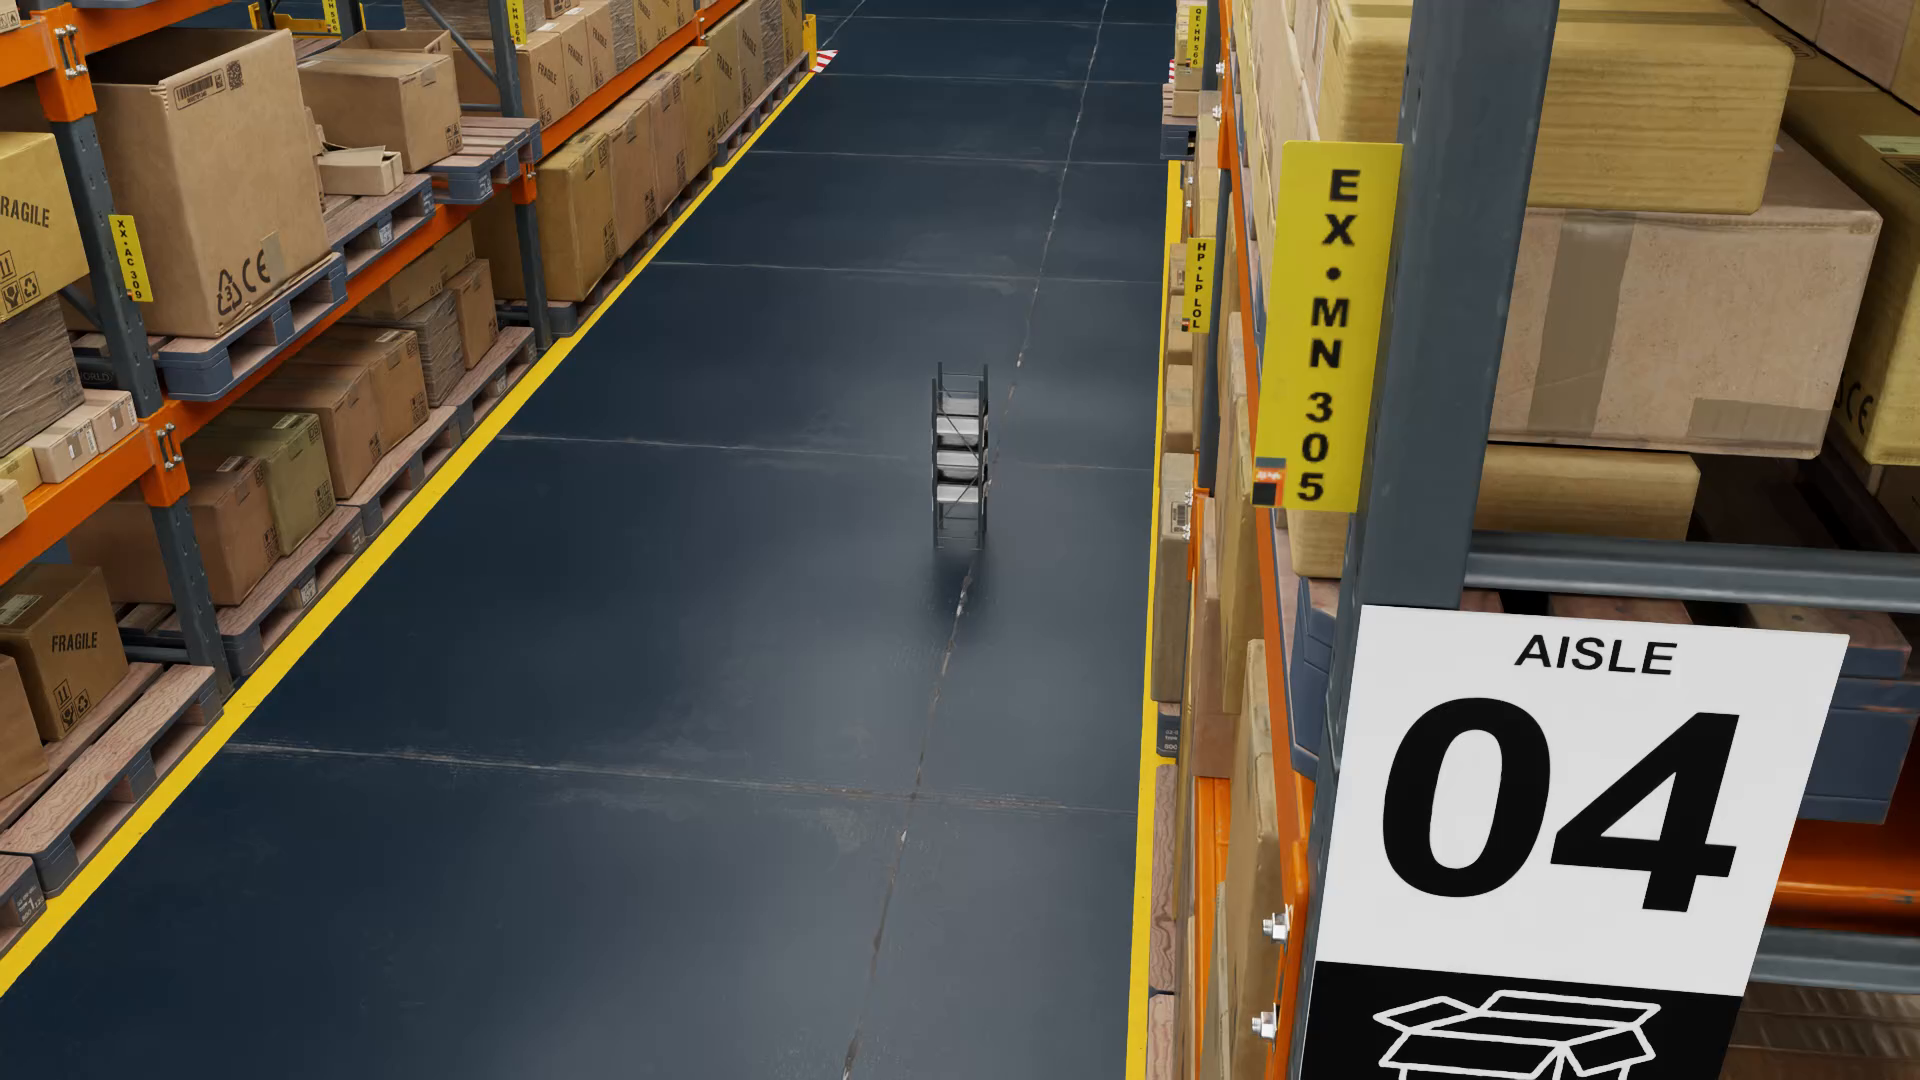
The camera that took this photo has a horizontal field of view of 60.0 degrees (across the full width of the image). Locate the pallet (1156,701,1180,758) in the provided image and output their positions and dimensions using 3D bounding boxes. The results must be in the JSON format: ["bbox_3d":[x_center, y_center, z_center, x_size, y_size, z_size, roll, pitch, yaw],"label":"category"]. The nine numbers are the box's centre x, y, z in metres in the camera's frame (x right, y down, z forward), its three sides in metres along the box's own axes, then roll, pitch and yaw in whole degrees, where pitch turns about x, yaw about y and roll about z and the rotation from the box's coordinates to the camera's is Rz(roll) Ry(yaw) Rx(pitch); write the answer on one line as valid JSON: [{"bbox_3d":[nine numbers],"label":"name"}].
[{"bbox_3d":[1.353,0.520,7.063,1.003,0.211,1.213,3,28,6],"label":"pallet"}]

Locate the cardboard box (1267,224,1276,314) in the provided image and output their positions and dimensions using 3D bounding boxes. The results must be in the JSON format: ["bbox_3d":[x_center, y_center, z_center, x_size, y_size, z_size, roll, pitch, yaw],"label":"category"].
[{"bbox_3d":[0.610,-0.312,2.220,0.380,0.149,0.250,4,29,7],"label":"cardboard box"}]

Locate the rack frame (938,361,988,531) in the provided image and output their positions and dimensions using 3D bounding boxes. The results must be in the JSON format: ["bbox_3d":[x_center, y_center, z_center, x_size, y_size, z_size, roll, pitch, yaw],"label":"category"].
[{"bbox_3d":[0.013,-0.448,8.133,0.240,0.900,0.006,3,28,6],"label":"rack frame"}]

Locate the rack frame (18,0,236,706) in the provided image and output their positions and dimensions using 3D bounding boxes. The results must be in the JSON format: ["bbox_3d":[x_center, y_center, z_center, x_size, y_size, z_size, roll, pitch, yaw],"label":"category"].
[{"bbox_3d":[-3.577,-0.676,6.342,1.000,3.000,0.127,3,28,6],"label":"rack frame"}]

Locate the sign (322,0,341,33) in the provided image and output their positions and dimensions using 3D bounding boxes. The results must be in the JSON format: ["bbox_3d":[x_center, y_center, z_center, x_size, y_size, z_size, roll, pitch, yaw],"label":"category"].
[{"bbox_3d":[-3.638,-3.099,9.619,0.100,0.325,0.005,3,28,6],"label":"sign"}]

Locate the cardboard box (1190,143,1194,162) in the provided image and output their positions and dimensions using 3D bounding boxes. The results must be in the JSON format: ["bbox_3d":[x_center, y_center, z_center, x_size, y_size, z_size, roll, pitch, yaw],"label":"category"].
[{"bbox_3d":[1.776,-2.451,11.040,0.500,0.250,0.500,4,29,7],"label":"cardboard box"}]

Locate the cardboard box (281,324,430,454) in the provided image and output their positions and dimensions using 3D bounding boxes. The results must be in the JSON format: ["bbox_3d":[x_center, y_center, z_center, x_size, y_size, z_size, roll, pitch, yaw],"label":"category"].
[{"bbox_3d":[-3.267,-0.806,8.756,0.700,0.500,0.500,6,29,10],"label":"cardboard box"}]

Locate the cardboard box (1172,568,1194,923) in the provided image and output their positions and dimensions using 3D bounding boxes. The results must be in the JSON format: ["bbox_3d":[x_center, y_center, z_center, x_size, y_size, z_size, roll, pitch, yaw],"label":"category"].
[{"bbox_3d":[1.187,0.702,5.581,0.875,0.875,0.875,4,29,7],"label":"cardboard box"}]

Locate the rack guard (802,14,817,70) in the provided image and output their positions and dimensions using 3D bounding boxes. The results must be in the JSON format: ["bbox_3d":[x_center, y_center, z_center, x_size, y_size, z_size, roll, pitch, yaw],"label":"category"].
[{"bbox_3d":[-2.103,-5.235,17.441,1.175,0.500,0.348,3,28,6],"label":"rack guard"}]

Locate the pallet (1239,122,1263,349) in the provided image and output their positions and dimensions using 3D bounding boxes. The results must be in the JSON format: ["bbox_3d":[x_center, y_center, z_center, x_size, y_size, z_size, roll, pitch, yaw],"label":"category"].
[{"bbox_3d":[1.071,-0.665,3.252,1.003,0.211,1.213,3,28,6],"label":"pallet"}]

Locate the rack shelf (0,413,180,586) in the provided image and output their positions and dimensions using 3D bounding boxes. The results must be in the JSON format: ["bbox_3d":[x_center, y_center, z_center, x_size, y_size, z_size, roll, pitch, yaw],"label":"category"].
[{"bbox_3d":[-3.822,0.582,4.765,1.077,0.370,4.000,3,28,6],"label":"rack shelf"}]

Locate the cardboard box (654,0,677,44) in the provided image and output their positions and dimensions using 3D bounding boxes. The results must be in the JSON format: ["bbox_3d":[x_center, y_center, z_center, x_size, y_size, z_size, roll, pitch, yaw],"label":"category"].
[{"bbox_3d":[-2.450,-4.017,12.439,0.500,0.500,0.500,4,29,8],"label":"cardboard box"}]

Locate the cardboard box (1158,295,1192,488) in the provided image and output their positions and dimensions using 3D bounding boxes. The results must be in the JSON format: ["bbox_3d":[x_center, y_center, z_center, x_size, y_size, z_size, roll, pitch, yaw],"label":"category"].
[{"bbox_3d":[1.556,-0.724,8.361,1.050,0.750,0.750,4,29,7],"label":"cardboard box"}]

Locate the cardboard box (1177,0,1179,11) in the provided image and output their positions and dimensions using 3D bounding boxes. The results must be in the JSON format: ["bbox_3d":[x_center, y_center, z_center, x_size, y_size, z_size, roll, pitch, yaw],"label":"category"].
[{"bbox_3d":[1.589,-3.425,10.640,0.380,0.149,0.250,5,29,9],"label":"cardboard box"}]

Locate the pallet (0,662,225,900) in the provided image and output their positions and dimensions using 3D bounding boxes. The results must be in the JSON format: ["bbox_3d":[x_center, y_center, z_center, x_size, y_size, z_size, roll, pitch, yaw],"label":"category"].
[{"bbox_3d":[-3.624,0.870,6.413,1.003,0.211,1.213,3,28,6],"label":"pallet"}]

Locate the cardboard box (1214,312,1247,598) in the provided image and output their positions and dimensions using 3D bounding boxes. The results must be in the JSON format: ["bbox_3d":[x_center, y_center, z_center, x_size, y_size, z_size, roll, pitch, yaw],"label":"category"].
[{"bbox_3d":[1.100,-0.198,4.158,0.875,0.550,0.550,3,28,6],"label":"cardboard box"}]

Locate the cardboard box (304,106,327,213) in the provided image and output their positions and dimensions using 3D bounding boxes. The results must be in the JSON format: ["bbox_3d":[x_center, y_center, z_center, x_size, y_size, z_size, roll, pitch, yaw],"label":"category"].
[{"bbox_3d":[-3.456,-1.728,7.743,0.797,0.503,0.637,6,29,11],"label":"cardboard box"}]

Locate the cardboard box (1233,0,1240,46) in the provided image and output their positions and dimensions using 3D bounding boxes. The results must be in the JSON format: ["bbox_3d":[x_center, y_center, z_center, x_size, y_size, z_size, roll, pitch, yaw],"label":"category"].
[{"bbox_3d":[0.859,-1.270,3.999,0.380,0.149,0.250,3,28,5],"label":"cardboard box"}]

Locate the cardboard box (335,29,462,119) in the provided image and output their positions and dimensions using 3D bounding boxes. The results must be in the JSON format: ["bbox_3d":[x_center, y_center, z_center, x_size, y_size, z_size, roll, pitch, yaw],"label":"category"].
[{"bbox_3d":[-3.113,-2.531,9.238,0.500,0.500,0.500,0,28,0],"label":"cardboard box"}]

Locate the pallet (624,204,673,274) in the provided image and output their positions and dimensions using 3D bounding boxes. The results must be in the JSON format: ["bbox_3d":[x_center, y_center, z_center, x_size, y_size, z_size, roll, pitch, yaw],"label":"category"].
[{"bbox_3d":[-2.763,-2.271,12.242,1.003,0.211,1.213,3,28,6],"label":"pallet"}]

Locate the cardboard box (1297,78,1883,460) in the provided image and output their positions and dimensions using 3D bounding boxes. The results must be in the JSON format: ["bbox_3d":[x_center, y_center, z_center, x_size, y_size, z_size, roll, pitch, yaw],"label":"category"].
[{"bbox_3d":[0.626,-0.318,1.812,0.500,0.250,0.500,4,29,7],"label":"cardboard box"}]

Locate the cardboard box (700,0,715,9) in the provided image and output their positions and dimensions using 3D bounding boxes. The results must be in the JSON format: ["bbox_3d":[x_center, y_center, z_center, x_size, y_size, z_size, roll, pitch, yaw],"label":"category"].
[{"bbox_3d":[-2.230,-4.451,13.614,0.380,0.149,0.250,3,29,6],"label":"cardboard box"}]

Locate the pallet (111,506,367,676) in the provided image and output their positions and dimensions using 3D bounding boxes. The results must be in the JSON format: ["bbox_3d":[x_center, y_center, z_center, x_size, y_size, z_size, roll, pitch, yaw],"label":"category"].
[{"bbox_3d":[-3.483,0.185,7.684,1.003,0.211,1.213,3,28,6],"label":"pallet"}]

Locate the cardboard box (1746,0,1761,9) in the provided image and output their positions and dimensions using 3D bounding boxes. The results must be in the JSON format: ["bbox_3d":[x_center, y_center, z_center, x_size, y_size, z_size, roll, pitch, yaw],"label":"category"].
[{"bbox_3d":[1.326,-0.864,2.405,0.380,0.149,0.250,3,28,5],"label":"cardboard box"}]

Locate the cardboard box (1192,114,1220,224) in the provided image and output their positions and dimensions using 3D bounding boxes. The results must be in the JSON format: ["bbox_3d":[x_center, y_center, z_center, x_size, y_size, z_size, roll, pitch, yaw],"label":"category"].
[{"bbox_3d":[1.441,-1.832,8.382,0.500,0.500,0.500,3,28,6],"label":"cardboard box"}]

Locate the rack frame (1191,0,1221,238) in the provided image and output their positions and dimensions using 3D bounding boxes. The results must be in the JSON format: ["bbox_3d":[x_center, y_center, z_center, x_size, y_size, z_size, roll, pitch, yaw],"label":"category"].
[{"bbox_3d":[1.824,-2.223,9.214,1.000,3.000,0.127,3,28,6],"label":"rack frame"}]

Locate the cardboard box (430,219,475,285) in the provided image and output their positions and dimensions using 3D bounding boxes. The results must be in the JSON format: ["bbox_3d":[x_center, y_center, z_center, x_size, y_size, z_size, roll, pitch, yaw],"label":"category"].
[{"bbox_3d":[-3.139,-1.665,9.559,0.500,0.250,0.500,4,29,8],"label":"cardboard box"}]

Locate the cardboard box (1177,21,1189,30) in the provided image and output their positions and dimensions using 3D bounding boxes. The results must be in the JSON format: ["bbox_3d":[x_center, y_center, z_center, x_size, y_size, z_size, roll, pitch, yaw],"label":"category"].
[{"bbox_3d":[1.462,-2.935,9.730,0.380,0.149,0.250,3,28,6],"label":"cardboard box"}]

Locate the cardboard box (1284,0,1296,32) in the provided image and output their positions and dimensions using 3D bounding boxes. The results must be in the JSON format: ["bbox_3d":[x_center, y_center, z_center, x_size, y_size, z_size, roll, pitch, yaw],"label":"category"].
[{"bbox_3d":[0.642,-0.786,2.259,0.380,0.149,0.250,4,29,7],"label":"cardboard box"}]

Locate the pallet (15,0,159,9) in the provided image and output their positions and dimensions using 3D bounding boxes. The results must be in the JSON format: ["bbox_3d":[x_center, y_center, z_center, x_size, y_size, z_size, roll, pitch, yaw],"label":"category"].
[{"bbox_3d":[-3.395,-2.198,6.203,1.213,0.211,1.003,3,28,6],"label":"pallet"}]

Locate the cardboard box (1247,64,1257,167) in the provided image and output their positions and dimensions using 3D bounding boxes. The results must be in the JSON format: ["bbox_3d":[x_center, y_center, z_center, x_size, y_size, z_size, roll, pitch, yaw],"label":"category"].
[{"bbox_3d":[0.735,-0.790,3.108,0.380,0.149,0.250,4,29,7],"label":"cardboard box"}]

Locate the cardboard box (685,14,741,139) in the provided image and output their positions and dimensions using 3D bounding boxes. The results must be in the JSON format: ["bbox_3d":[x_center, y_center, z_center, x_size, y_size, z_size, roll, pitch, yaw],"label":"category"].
[{"bbox_3d":[-2.436,-3.997,14.304,0.875,0.875,0.875,3,28,6],"label":"cardboard box"}]

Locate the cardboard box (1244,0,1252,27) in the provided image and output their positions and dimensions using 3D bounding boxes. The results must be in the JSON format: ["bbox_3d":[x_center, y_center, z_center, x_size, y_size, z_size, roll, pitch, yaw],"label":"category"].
[{"bbox_3d":[0.874,-1.266,3.570,0.500,0.250,0.500,3,28,6],"label":"cardboard box"}]

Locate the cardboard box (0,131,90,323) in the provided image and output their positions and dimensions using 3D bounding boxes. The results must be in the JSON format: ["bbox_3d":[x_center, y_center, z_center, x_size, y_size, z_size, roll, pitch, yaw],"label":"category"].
[{"bbox_3d":[-3.359,-1.063,5.588,0.500,0.500,0.500,3,28,6],"label":"cardboard box"}]

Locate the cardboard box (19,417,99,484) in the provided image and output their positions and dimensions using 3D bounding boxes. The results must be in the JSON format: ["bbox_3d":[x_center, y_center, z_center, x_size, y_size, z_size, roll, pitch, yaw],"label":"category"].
[{"bbox_3d":[-3.351,-0.330,5.965,0.380,0.149,0.250,3,28,6],"label":"cardboard box"}]

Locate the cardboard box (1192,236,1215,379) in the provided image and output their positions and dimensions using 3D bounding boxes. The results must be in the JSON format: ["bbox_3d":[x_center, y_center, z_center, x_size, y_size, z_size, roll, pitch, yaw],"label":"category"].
[{"bbox_3d":[1.194,-0.883,6.621,0.500,0.500,0.500,3,28,6],"label":"cardboard box"}]

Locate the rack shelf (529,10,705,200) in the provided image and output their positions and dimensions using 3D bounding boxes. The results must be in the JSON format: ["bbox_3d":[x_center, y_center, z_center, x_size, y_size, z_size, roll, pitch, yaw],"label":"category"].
[{"bbox_3d":[-2.841,-3.184,11.755,1.077,0.370,4.000,3,28,6],"label":"rack shelf"}]

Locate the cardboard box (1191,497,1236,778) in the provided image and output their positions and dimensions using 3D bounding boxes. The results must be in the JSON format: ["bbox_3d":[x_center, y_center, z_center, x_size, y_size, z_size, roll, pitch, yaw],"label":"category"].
[{"bbox_3d":[1.072,0.276,4.417,0.875,0.550,0.550,3,28,6],"label":"cardboard box"}]

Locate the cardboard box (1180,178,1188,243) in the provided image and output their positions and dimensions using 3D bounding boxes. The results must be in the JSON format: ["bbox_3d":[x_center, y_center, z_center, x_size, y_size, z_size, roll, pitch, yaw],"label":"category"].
[{"bbox_3d":[1.761,-2.126,11.227,0.500,0.500,0.500,2,28,4],"label":"cardboard box"}]

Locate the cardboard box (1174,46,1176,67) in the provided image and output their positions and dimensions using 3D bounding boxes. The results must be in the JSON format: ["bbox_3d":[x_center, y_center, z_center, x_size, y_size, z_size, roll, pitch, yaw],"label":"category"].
[{"bbox_3d":[1.493,-2.937,10.048,0.380,0.149,0.250,4,29,7],"label":"cardboard box"}]

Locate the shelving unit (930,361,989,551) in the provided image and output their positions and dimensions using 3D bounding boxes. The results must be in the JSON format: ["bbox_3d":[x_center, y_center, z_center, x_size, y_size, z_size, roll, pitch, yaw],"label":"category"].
[{"bbox_3d":[0.001,-0.400,8.044,0.258,0.900,0.210,3,28,6],"label":"shelving unit"}]

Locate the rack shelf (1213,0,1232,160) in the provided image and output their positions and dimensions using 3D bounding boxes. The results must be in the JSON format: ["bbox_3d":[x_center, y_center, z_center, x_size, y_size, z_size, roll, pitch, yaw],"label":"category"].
[{"bbox_3d":[1.579,-2.285,6.925,1.077,0.370,4.000,3,28,6],"label":"rack shelf"}]

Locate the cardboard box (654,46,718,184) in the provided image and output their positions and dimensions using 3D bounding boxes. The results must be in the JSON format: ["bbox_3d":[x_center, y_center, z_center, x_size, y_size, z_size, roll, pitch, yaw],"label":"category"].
[{"bbox_3d":[-2.655,-3.389,13.175,1.225,0.875,0.875,3,29,6],"label":"cardboard box"}]

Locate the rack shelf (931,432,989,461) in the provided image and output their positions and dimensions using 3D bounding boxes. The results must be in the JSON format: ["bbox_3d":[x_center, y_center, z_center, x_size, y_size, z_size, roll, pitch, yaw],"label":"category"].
[{"bbox_3d":[0.001,-0.450,8.017,0.258,0.077,0.200,3,28,6],"label":"rack shelf"}]

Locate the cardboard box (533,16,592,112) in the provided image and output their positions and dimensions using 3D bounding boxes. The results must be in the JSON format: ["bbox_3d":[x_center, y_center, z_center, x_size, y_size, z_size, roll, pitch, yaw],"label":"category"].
[{"bbox_3d":[-2.696,-3.059,10.660,0.500,0.500,0.500,3,28,5],"label":"cardboard box"}]
